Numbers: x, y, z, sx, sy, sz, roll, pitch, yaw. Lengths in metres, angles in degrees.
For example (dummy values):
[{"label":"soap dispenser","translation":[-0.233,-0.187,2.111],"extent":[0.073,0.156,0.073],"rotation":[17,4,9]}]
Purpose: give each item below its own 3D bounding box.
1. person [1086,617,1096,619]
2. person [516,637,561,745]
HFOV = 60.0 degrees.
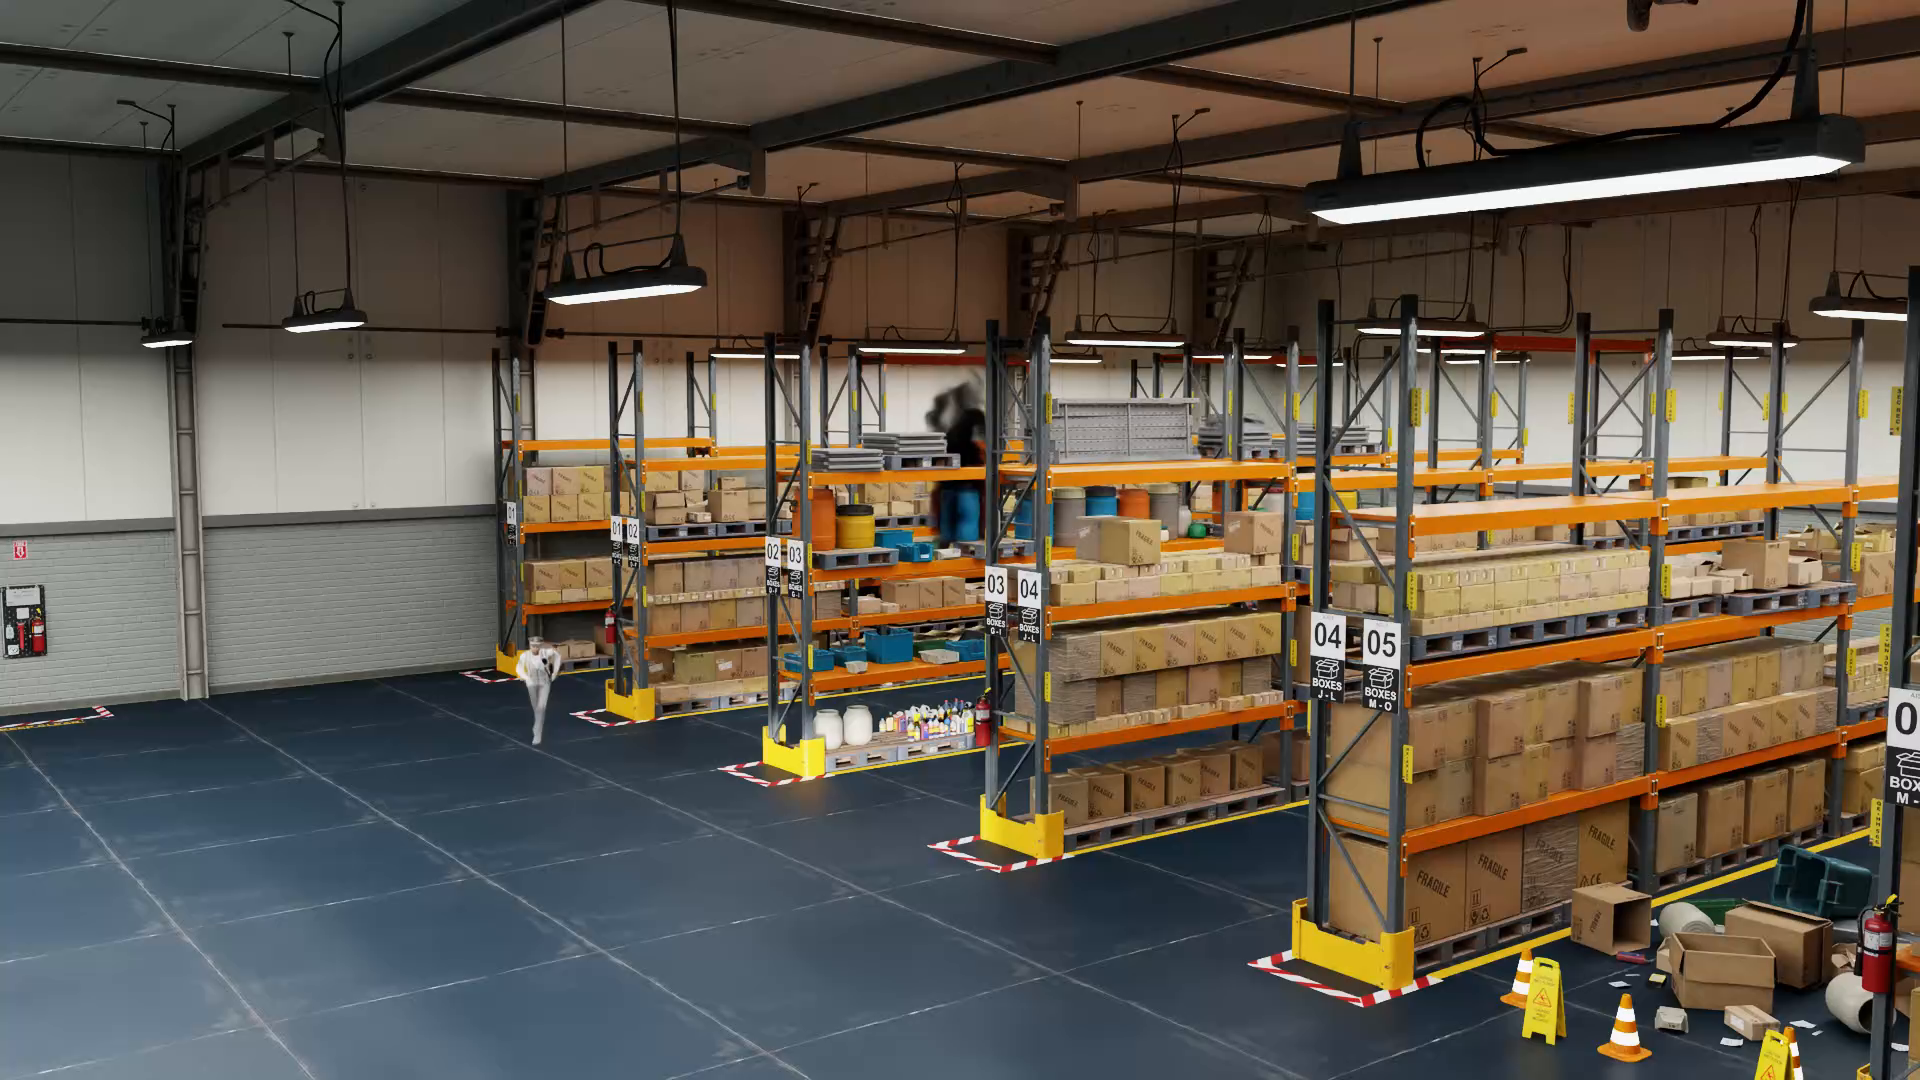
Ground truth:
[{"label":"person","translation":[2.249,1.792,28.477],"extent":[0.957,1.788,0.675],"rotation":[-3,6,-33]},{"label":"person","translation":[-6.314,2.202,24.932],"extent":[0.653,1.628,0.983],"rotation":[-1,5,-14]}]
